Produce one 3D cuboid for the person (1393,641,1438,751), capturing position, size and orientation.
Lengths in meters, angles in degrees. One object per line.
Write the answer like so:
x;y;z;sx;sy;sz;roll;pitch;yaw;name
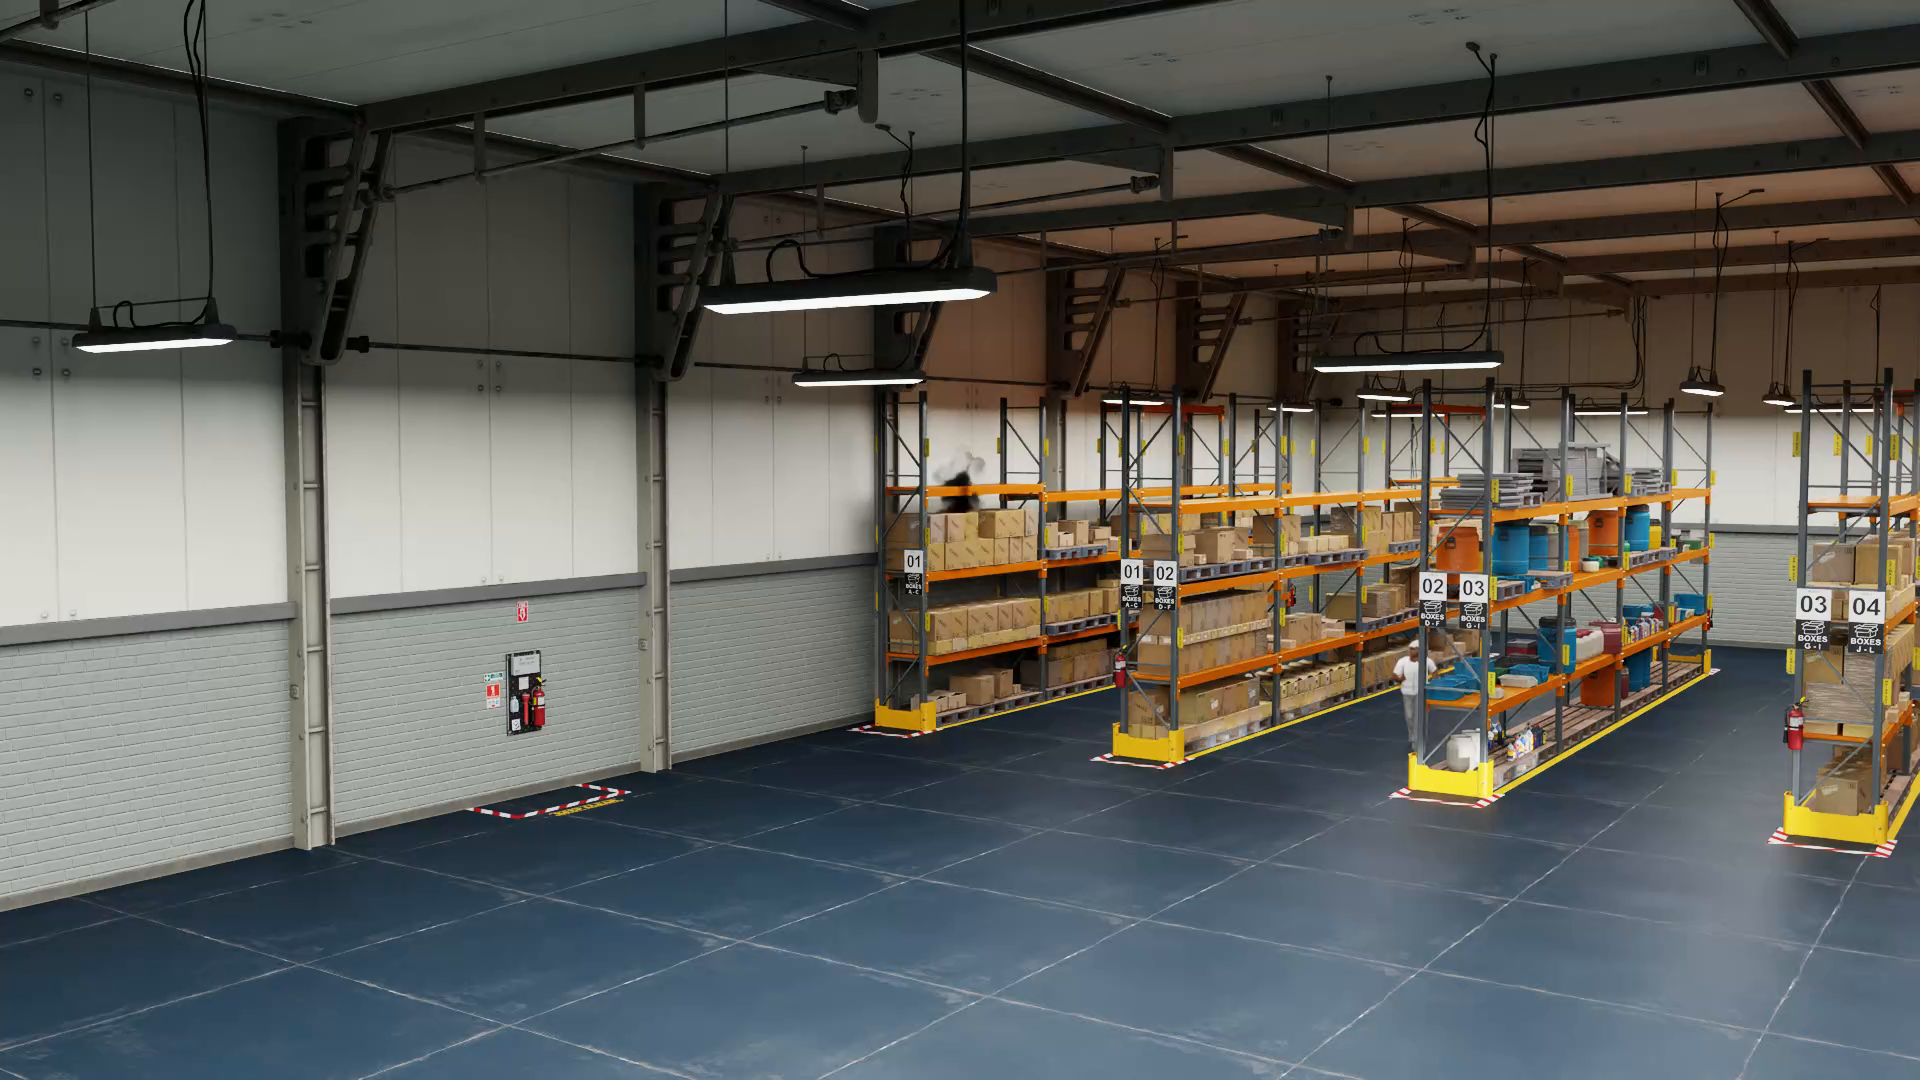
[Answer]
7.544;2.509;27.621;0.701;1.678;0.893;1;3;21;person
